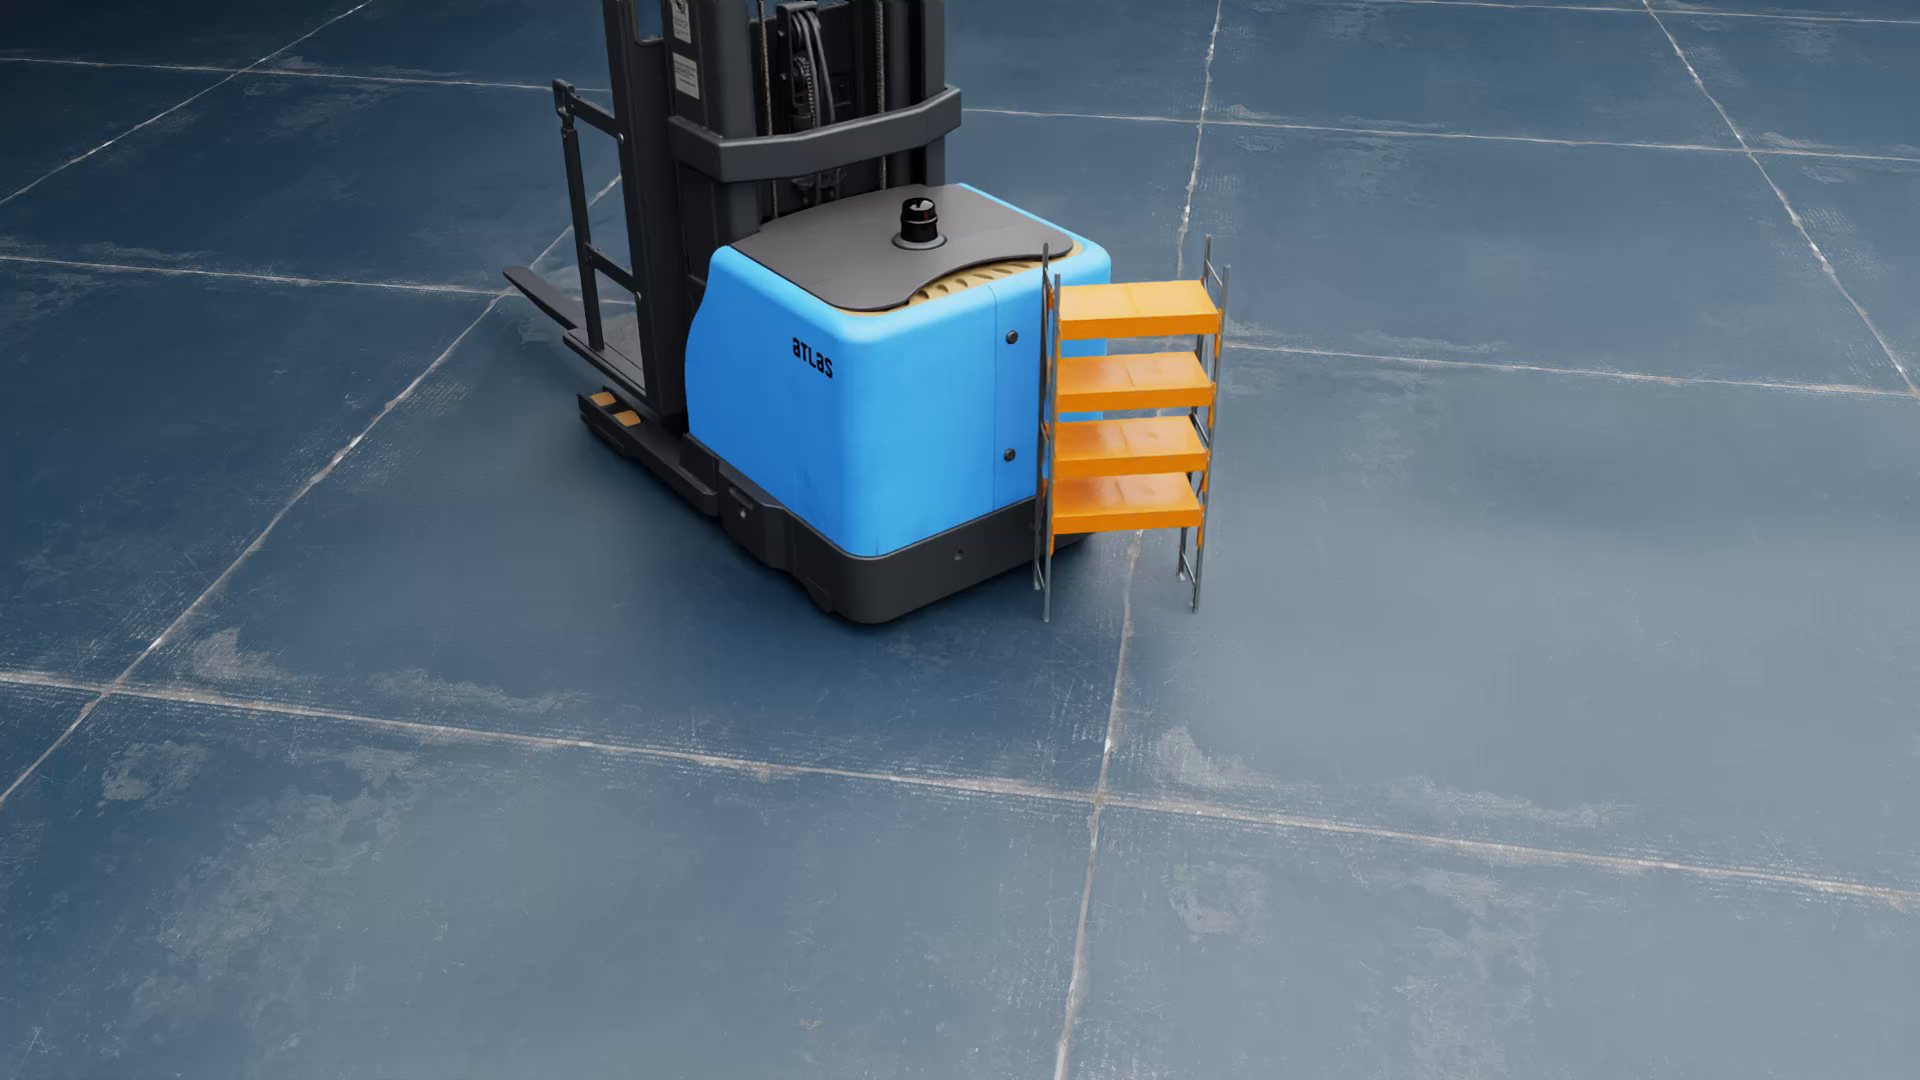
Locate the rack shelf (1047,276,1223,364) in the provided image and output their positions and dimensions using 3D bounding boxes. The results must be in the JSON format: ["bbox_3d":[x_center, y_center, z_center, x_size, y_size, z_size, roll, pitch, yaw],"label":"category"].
[{"bbox_3d":[0.506,-0.652,4.920,0.480,0.148,0.258,-3,32,-5],"label":"rack shelf"}]

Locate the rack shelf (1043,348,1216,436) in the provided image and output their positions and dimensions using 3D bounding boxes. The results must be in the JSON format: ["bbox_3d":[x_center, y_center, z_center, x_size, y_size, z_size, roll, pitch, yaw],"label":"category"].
[{"bbox_3d":[0.506,-0.452,5.046,0.480,0.148,0.258,-3,32,-5],"label":"rack shelf"}]

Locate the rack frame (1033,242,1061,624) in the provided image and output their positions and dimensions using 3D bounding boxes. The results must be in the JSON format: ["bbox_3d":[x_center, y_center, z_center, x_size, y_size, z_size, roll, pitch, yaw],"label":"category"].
[{"bbox_3d":[0.264,-0.305,5.106,0.015,1.200,0.240,-3,32,-5],"label":"rack frame"}]

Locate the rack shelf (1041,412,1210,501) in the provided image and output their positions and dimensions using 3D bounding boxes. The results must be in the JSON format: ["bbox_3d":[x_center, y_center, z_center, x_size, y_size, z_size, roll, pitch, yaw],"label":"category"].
[{"bbox_3d":[0.506,-0.262,5.164,0.480,0.148,0.258,-3,32,-5],"label":"rack shelf"}]

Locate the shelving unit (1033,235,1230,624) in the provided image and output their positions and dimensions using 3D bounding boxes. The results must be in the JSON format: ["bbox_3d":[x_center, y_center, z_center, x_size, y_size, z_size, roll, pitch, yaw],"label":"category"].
[{"bbox_3d":[0.506,-0.319,5.129,0.503,1.200,0.258,-3,32,-5],"label":"shelving unit"}]

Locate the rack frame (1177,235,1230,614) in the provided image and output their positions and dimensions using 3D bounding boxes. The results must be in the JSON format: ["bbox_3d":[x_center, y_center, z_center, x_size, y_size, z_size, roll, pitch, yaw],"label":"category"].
[{"bbox_3d":[0.749,-0.333,5.151,0.015,1.200,0.240,-3,32,-5],"label":"rack frame"}]

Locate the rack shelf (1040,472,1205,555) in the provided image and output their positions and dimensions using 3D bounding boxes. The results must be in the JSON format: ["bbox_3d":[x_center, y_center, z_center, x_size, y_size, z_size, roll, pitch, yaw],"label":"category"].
[{"bbox_3d":[0.506,-0.094,5.270,0.480,0.148,0.258,-3,32,-5],"label":"rack shelf"}]

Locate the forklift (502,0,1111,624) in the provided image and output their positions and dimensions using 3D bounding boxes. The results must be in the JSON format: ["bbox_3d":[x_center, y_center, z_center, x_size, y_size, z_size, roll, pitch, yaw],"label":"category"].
[{"bbox_3d":[-0.804,-1.703,5.709,1.130,2.935,3.031,-22,38,-31],"label":"forklift"}]
